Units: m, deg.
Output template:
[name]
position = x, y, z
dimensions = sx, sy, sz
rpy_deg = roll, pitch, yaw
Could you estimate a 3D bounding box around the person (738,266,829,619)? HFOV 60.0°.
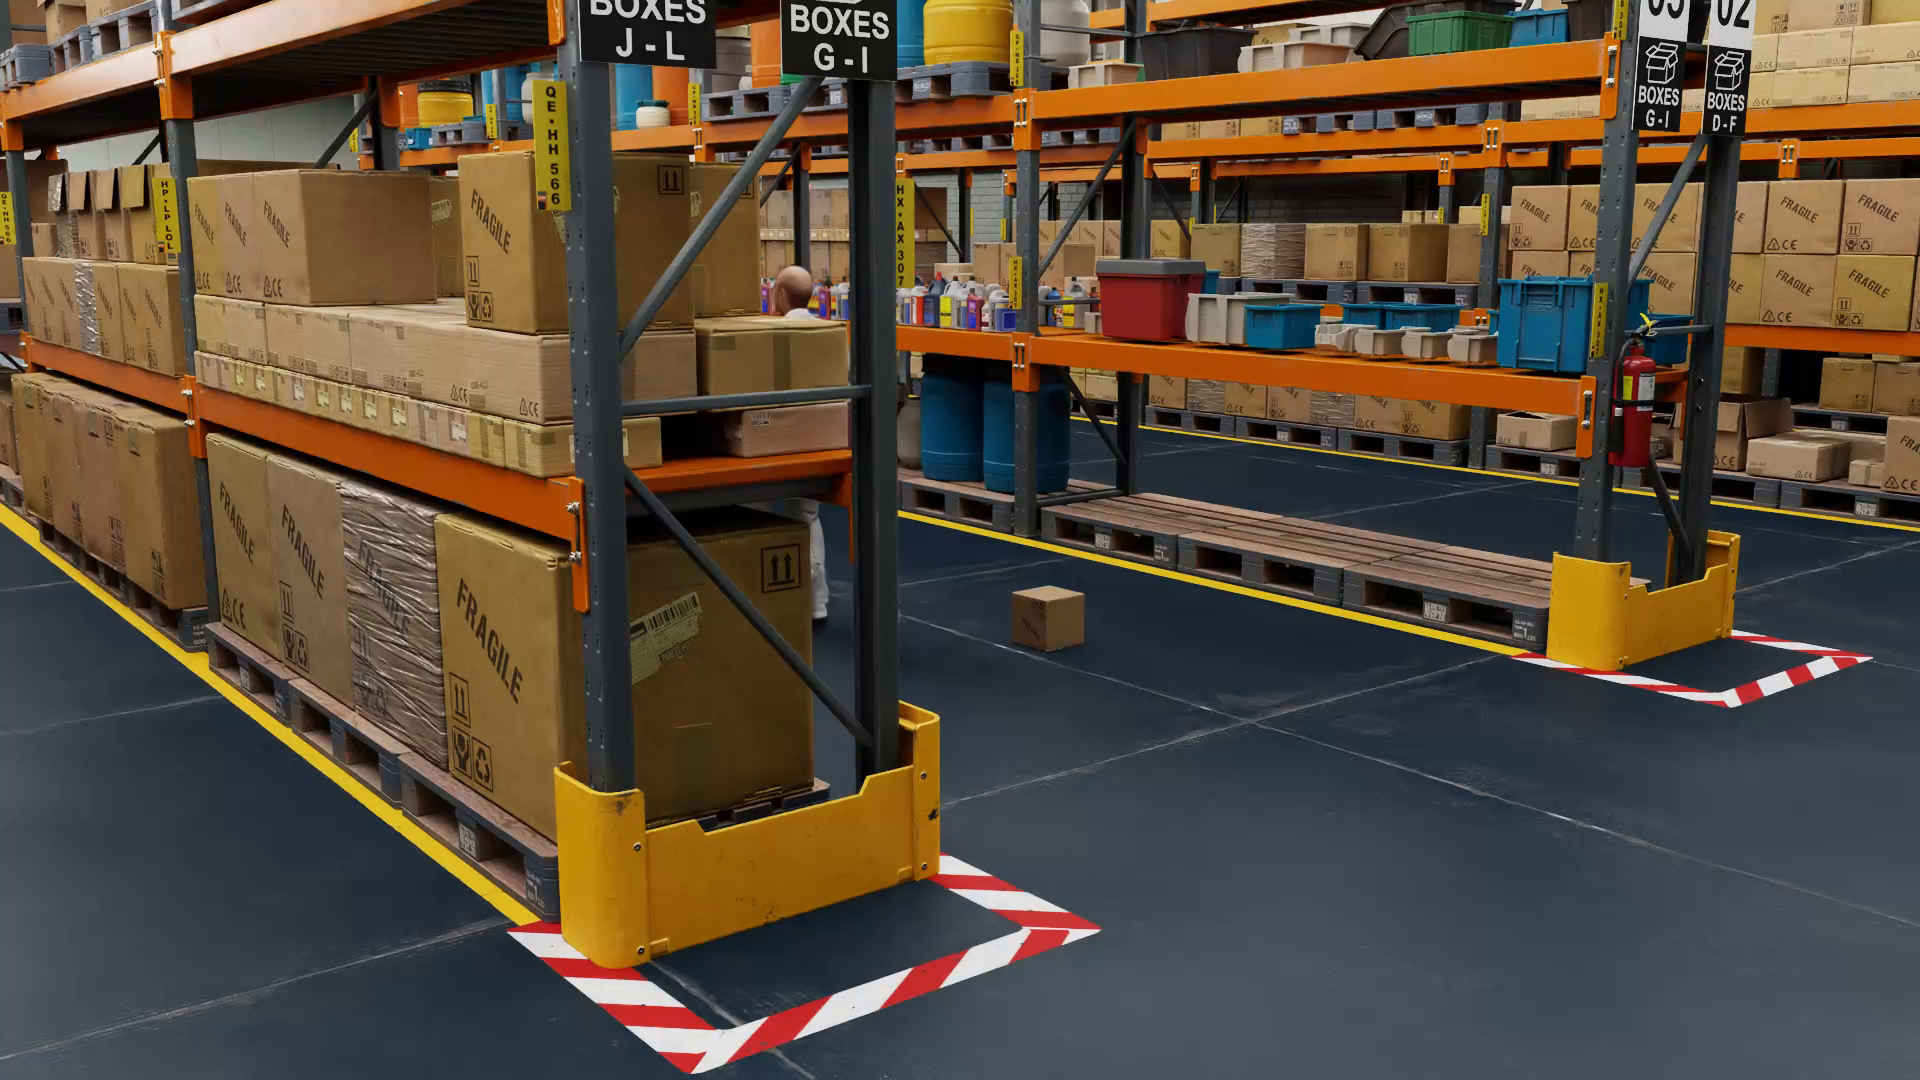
[person]
position = -0.840, -0.467, 8.338
dimensions = 0.584, 1.790, 0.524
rpy_deg = -9, 14, -40
